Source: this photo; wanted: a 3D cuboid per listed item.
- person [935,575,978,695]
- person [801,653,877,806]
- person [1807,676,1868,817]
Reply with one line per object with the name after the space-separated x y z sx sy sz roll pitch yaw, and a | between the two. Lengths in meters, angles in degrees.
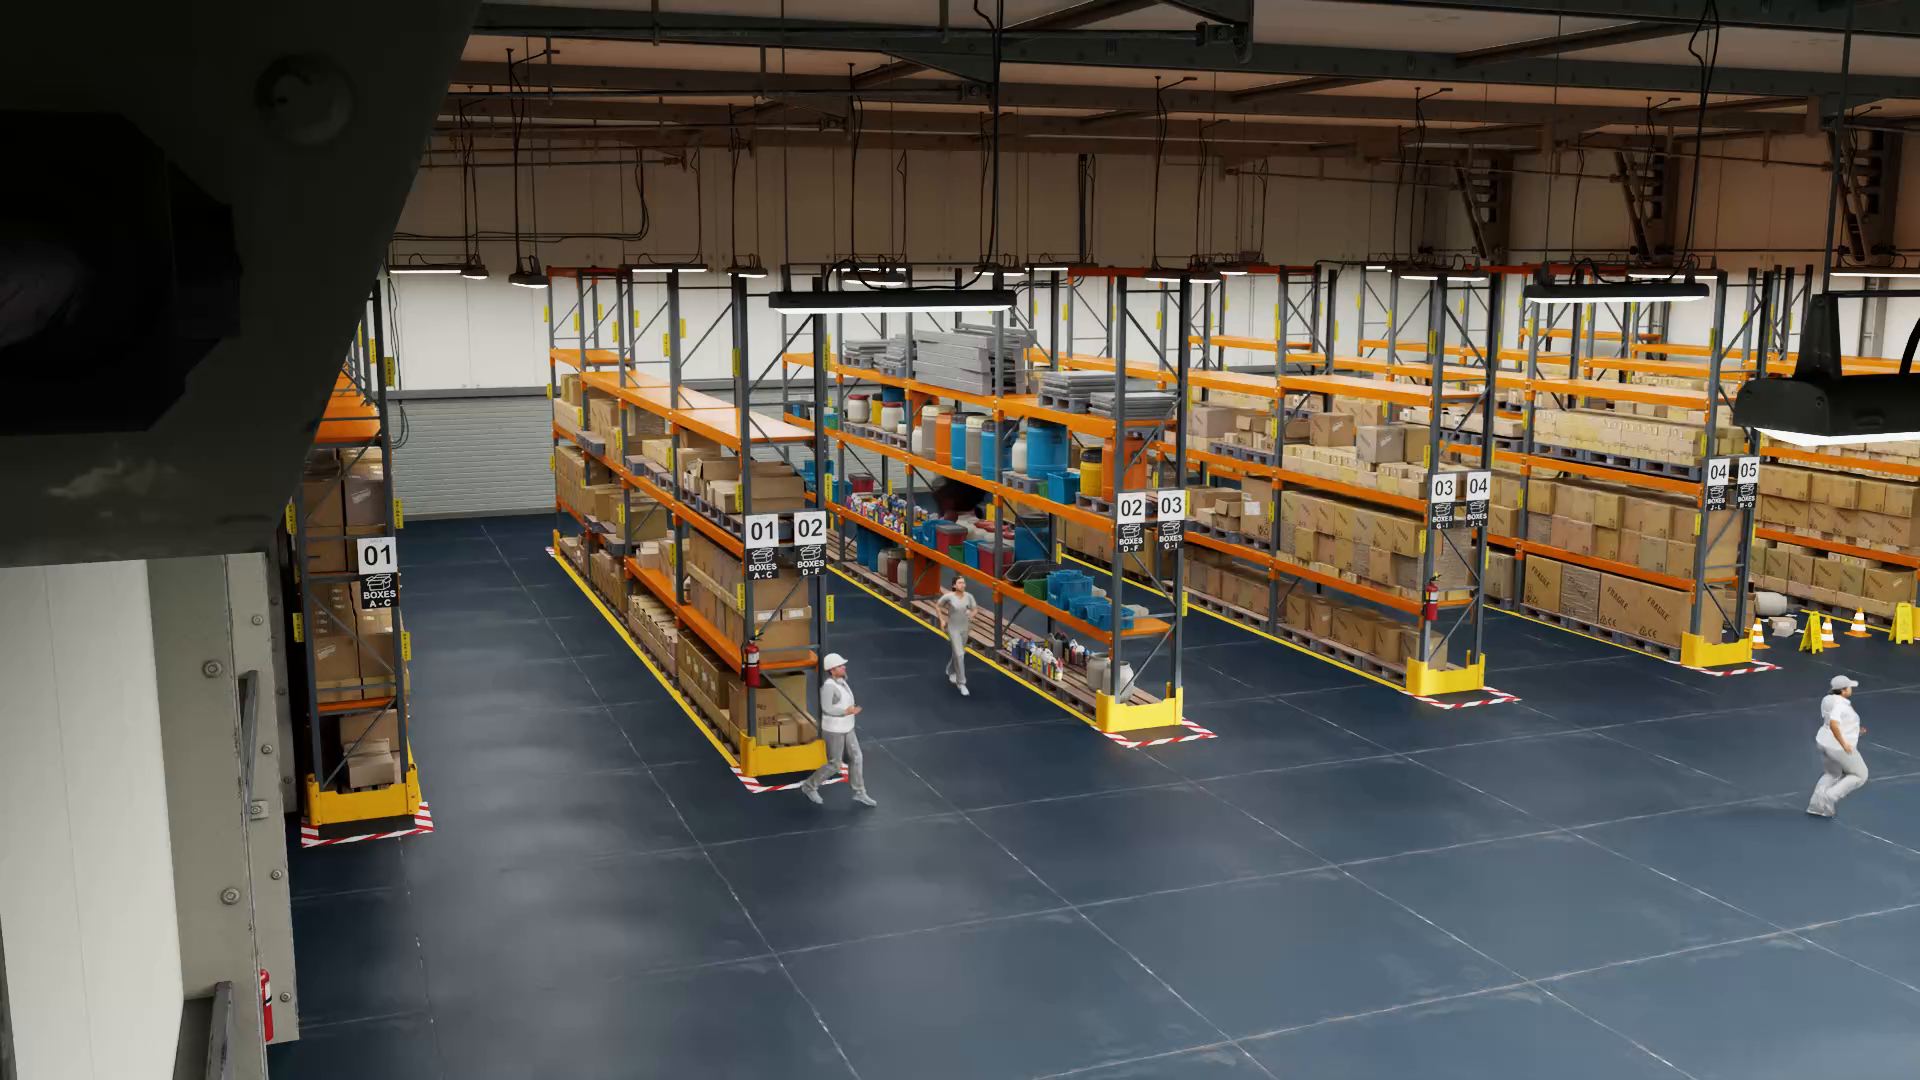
-0.022 1.335 24.080 0.568 1.660 0.882 -5 11 -26 | person
-1.391 2.175 19.000 0.854 1.790 0.666 3 10 15 | person
9.879 2.320 18.635 0.583 1.629 0.592 0 10 0 | person
